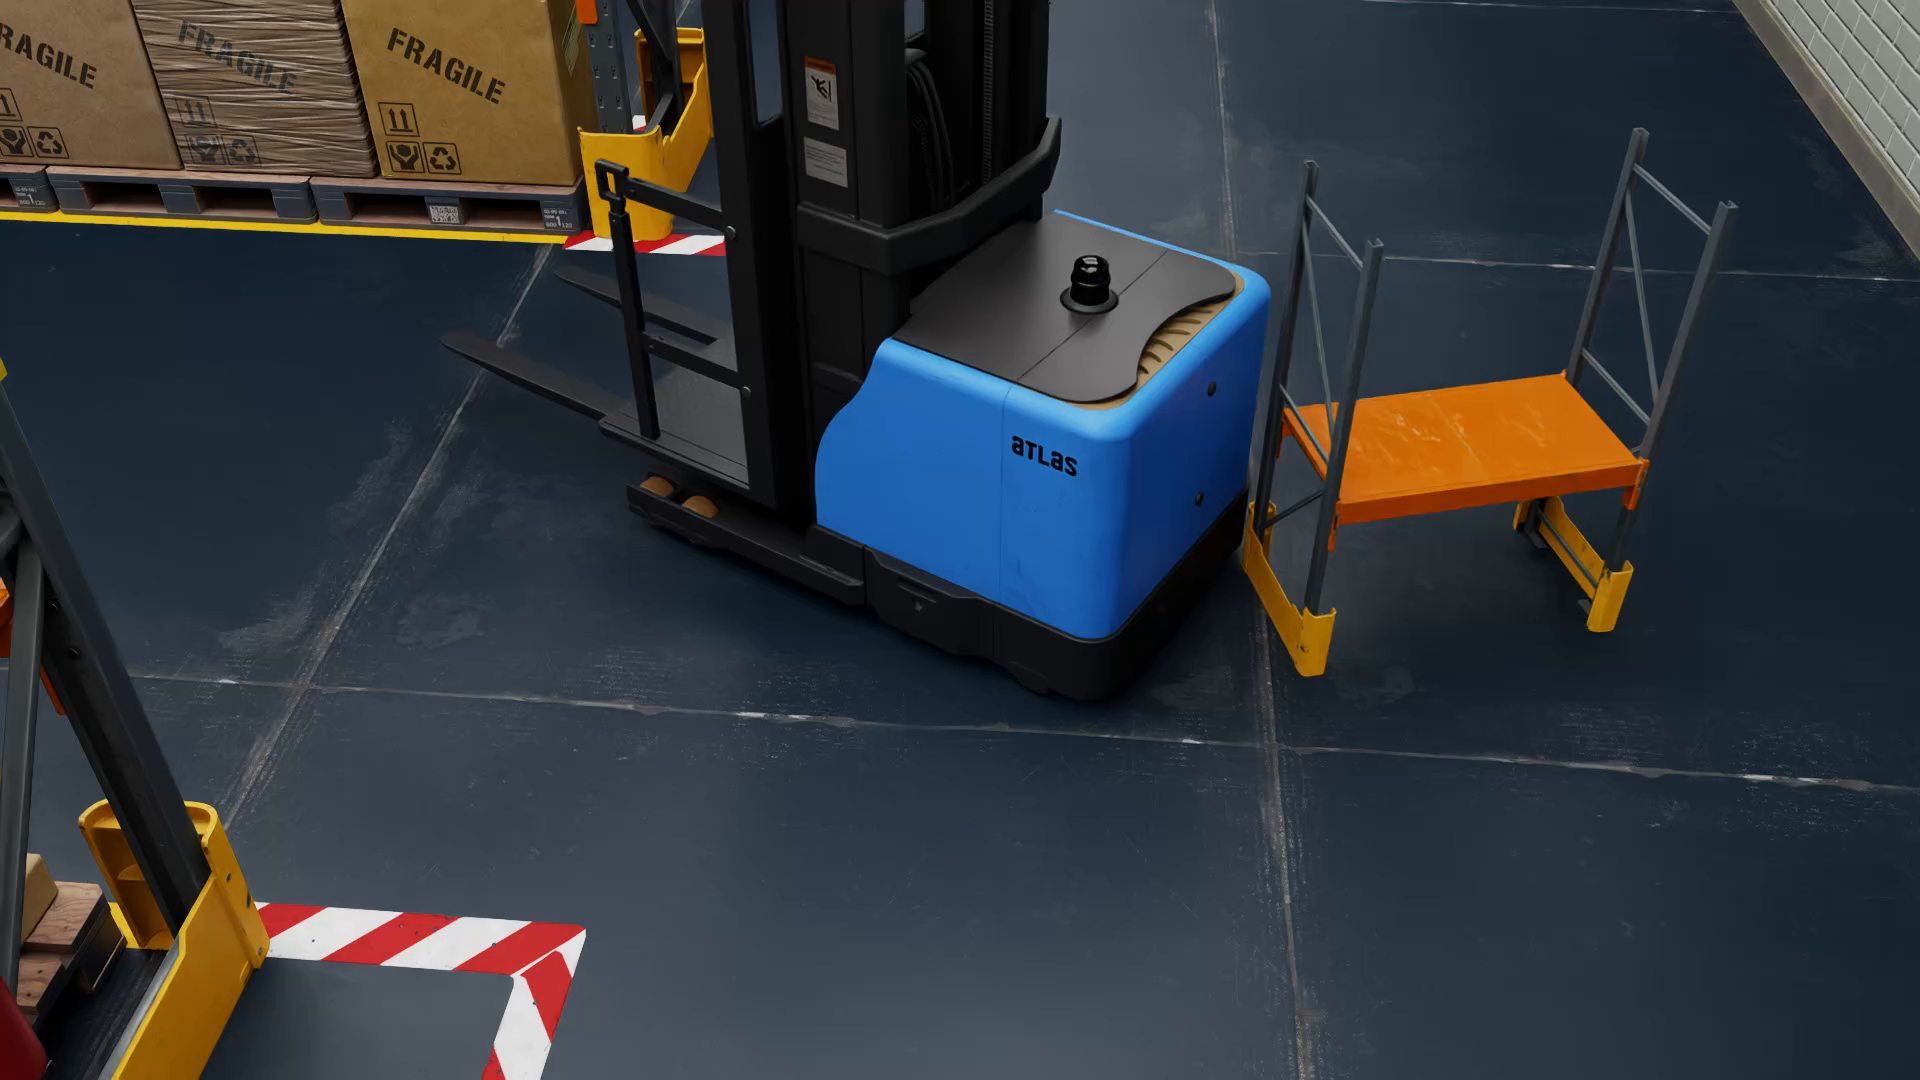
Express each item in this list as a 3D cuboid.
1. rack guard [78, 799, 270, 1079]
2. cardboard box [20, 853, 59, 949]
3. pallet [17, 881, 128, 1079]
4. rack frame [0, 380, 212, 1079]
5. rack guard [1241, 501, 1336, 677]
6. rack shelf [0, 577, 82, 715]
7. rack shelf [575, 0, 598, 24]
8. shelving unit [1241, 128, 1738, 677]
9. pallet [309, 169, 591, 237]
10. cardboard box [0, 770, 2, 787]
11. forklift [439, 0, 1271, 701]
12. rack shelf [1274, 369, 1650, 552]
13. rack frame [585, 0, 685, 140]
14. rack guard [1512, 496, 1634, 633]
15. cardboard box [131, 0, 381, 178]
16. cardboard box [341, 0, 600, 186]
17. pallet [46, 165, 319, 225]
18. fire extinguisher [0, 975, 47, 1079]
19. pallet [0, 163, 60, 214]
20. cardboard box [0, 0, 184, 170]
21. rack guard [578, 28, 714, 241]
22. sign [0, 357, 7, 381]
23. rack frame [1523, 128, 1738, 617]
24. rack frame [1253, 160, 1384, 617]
[{"bbox_3d":[-2.051,1.213,3.864,0.348,0.500,1.175,3,39,4],"label":"rack guard"},{"bbox_3d":[-2.470,0.960,4.120,0.250,0.149,0.380,4,39,5],"label":"cardboard box"},{"bbox_3d":[-2.858,1.258,4.037,1.213,0.211,1.003,3,39,4],"label":"pallet"},{"bbox_3d":[-1.976,0.247,3.070,0.127,3.000,1.000,3,39,4],"label":"rack frame"},{"bbox_3d":[1.053,0.150,5.368,0.087,0.250,0.587,-8,40,-9],"label":"rack guard"},{"bbox_3d":[-3.968,0.417,3.431,4.000,0.370,1.077,3,39,4],"label":"rack shelf"},{"bbox_3d":[-3.440,-2.697,7.257,4.000,0.370,1.077,3,39,4],"label":"rack shelf"},{"bbox_3d":[1.540,-0.400,5.053,1.083,1.500,0.587,-8,40,-9],"label":"shelving unit"},{"bbox_3d":[-2.250,-1.779,7.769,1.213,0.211,1.003,3,39,4],"label":"pallet"},{"bbox_3d":[-2.468,0.717,3.947,0.250,0.149,0.380,1,39,2],"label":"cardboard box"},{"bbox_3d":[-0.548,-1.375,5.117,3.031,2.935,1.130,23,44,26],"label":"forklift"},{"bbox_3d":[1.531,-0.259,5.166,1.000,0.185,0.538,-8,40,-9],"label":"rack shelf"},{"bbox_3d":[-1.447,-2.867,6.896,0.127,3.000,1.000,3,39,4],"label":"rack frame"},{"bbox_3d":[2.027,0.020,5.528,0.087,0.250,0.587,-8,40,-9],"label":"rack guard"},{"bbox_3d":[-2.998,-2.240,7.476,0.875,0.875,0.875,3,39,4],"label":"cardboard box"},{"bbox_3d":[-2.091,-2.190,7.415,0.875,0.875,0.875,3,39,4],"label":"cardboard box"},{"bbox_3d":[-3.462,-1.848,7.853,1.213,0.211,1.003,3,39,4],"label":"pallet"},{"bbox_3d":[-1.764,0.726,2.839,0.183,0.674,0.296,3,39,4],"label":"fire extinguisher"},{"bbox_3d":[-4.681,-1.912,7.932,1.213,0.211,1.003,3,39,4],"label":"pallet"},{"bbox_3d":[-3.885,-2.288,7.535,0.875,0.875,0.875,3,39,4],"label":"cardboard box"},{"bbox_3d":[-1.423,-1.896,7.683,0.348,0.500,1.175,3,39,4],"label":"rack guard"},{"bbox_3d":[-1.929,-0.430,3.216,0.005,0.325,0.100,3,39,4],"label":"sign"},{"bbox_3d":[2.028,-0.465,5.133,0.032,1.500,0.500,-8,40,-9],"label":"rack frame"},{"bbox_3d":[1.034,-0.333,4.971,0.032,1.500,0.500,-8,40,-9],"label":"rack frame"}]
